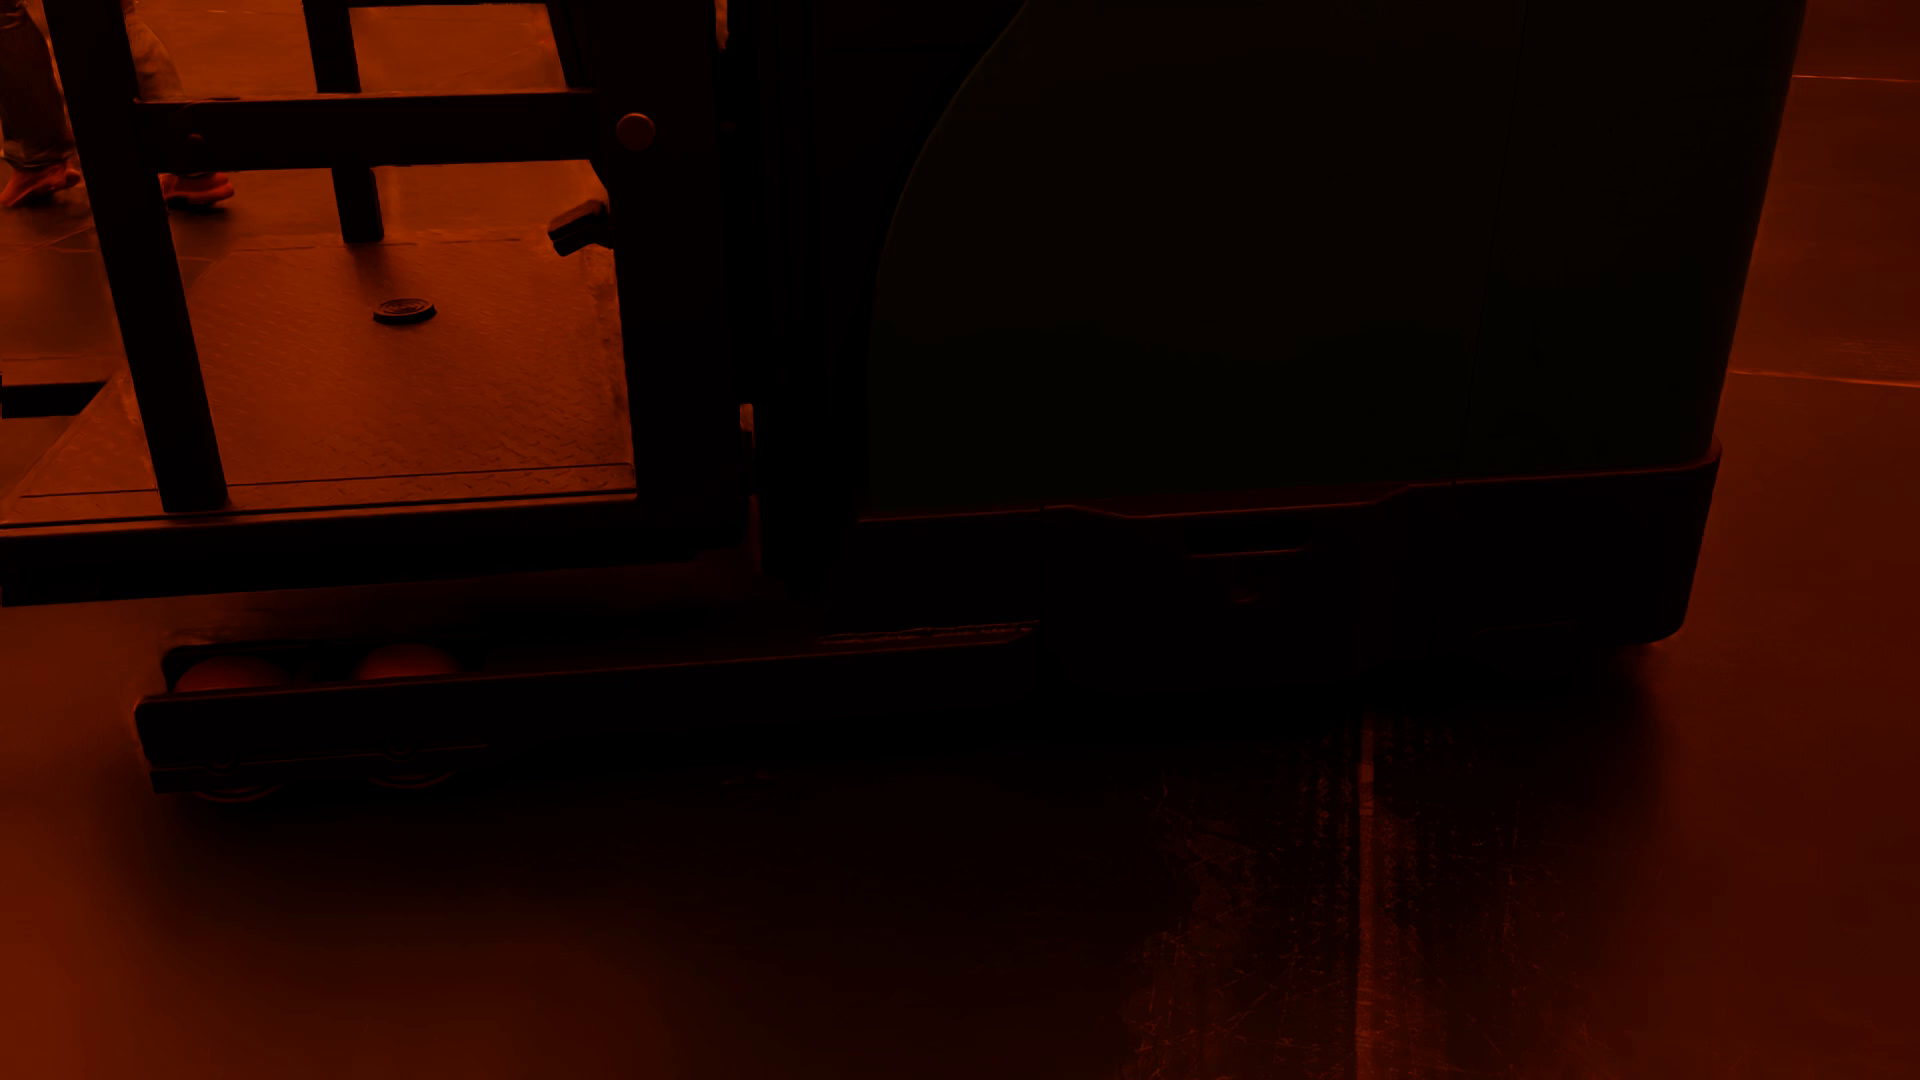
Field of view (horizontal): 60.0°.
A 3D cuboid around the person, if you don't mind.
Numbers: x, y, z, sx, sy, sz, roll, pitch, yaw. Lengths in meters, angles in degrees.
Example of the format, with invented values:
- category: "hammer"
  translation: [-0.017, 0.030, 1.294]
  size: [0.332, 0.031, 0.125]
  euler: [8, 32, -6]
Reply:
- category: "person"
  translation: [-2.047, -1.576, 3.796]
  size: [0.865, 1.761, 0.628]
  euler: [8, 28, 15]

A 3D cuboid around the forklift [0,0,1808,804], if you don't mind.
- category: "forklift"
  translation: [-0.619, -1.261, 1.746]
  size: [3.031, 2.935, 1.130]
  euler: [-4, 27, -7]
